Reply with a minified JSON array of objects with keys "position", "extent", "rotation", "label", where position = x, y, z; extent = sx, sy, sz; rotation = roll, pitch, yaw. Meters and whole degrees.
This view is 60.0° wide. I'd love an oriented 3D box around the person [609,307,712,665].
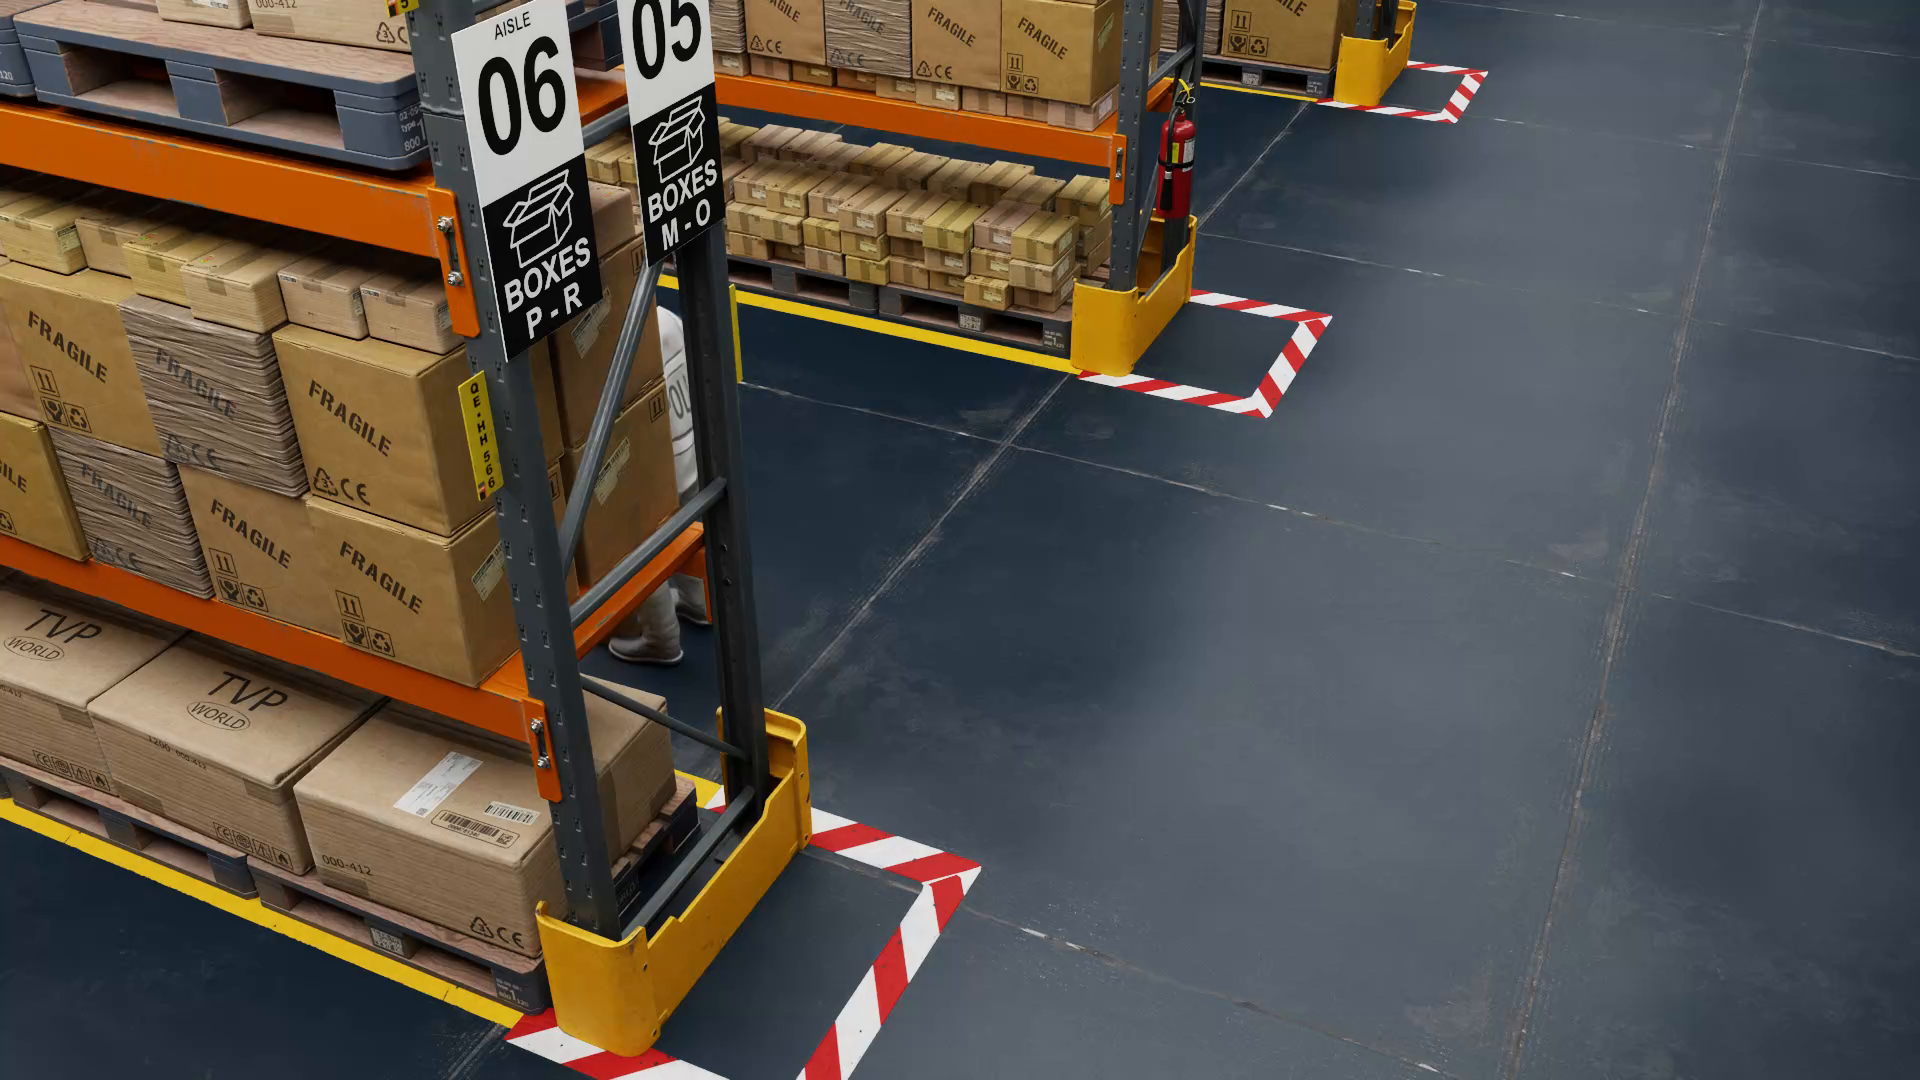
[{"position":[-1.218,-0.301,6.590],"extent":[0.437,1.747,0.582],"rotation":[13,36,18],"label":"person"}]
